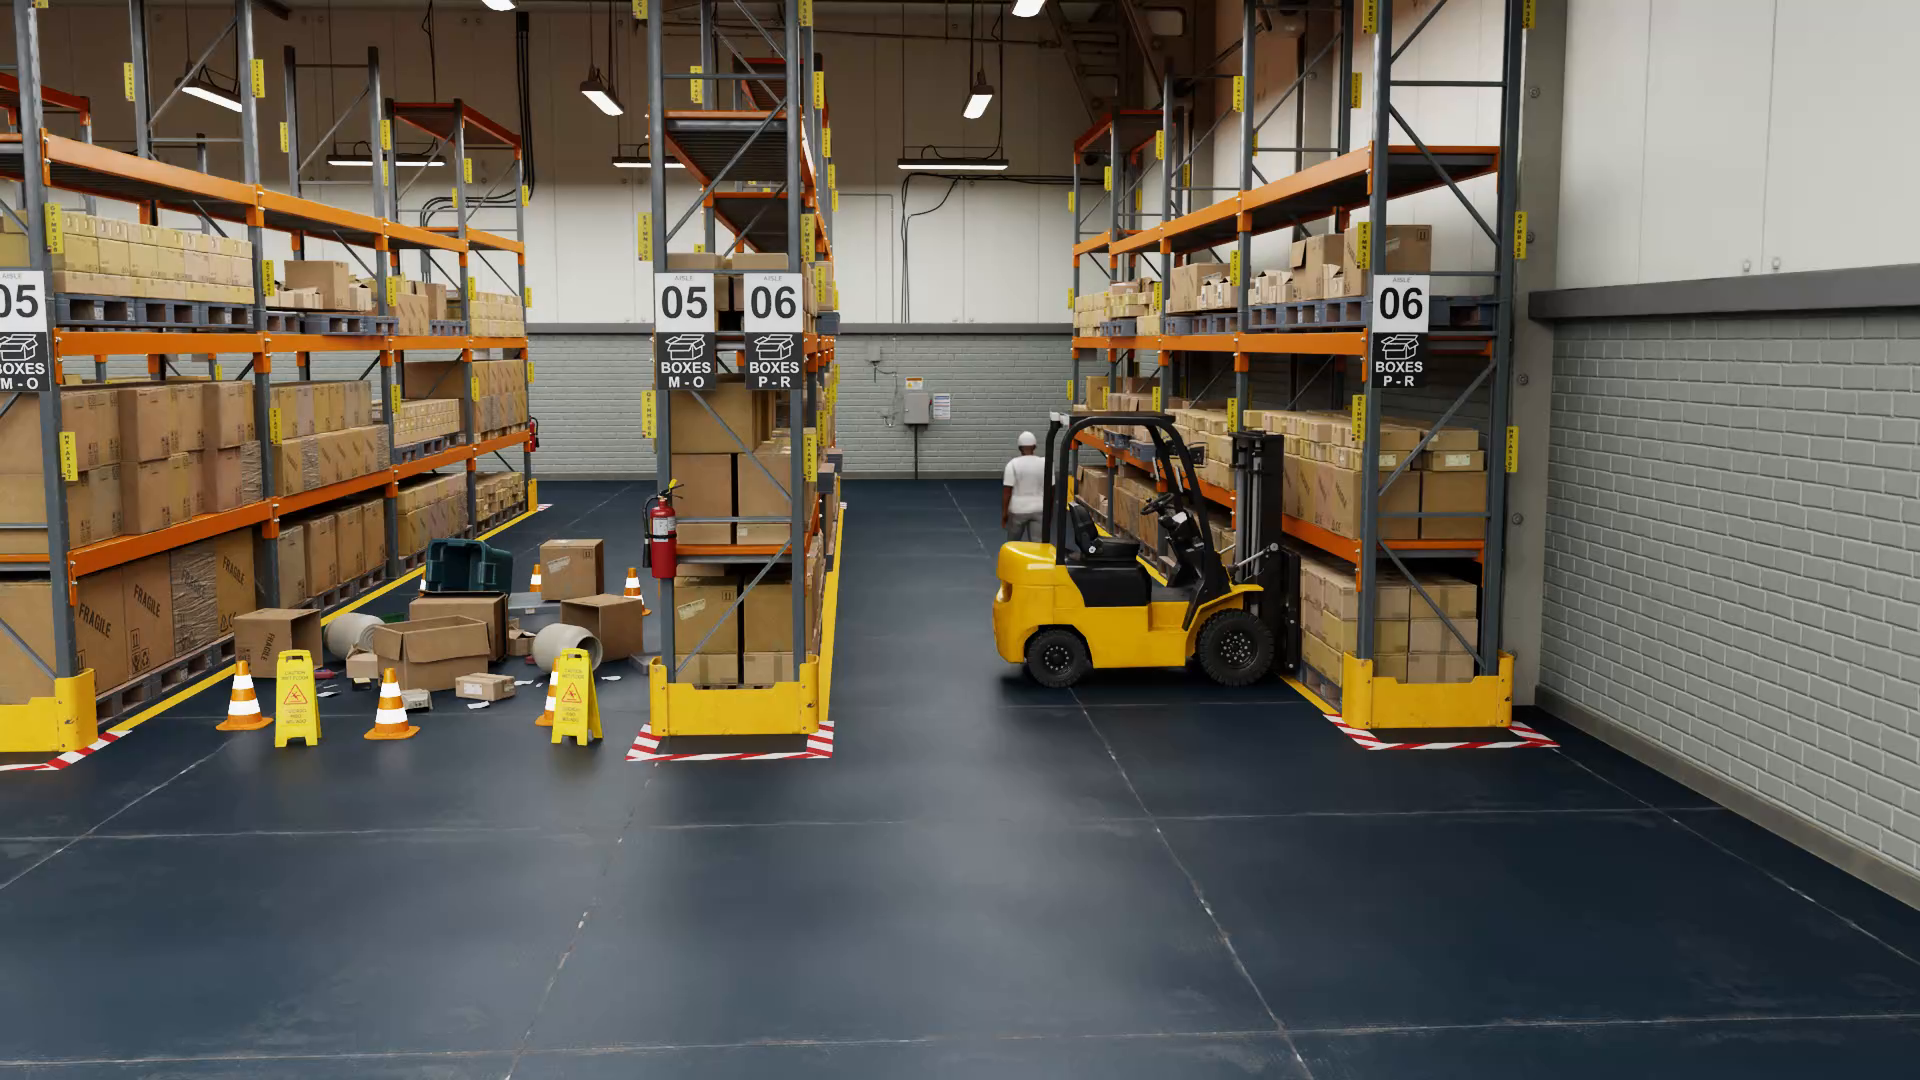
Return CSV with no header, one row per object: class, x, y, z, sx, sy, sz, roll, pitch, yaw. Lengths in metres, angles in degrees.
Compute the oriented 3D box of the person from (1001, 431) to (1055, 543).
person,0.731,-0.308,18.187,0.606,1.773,0.826,-1,7,-5
